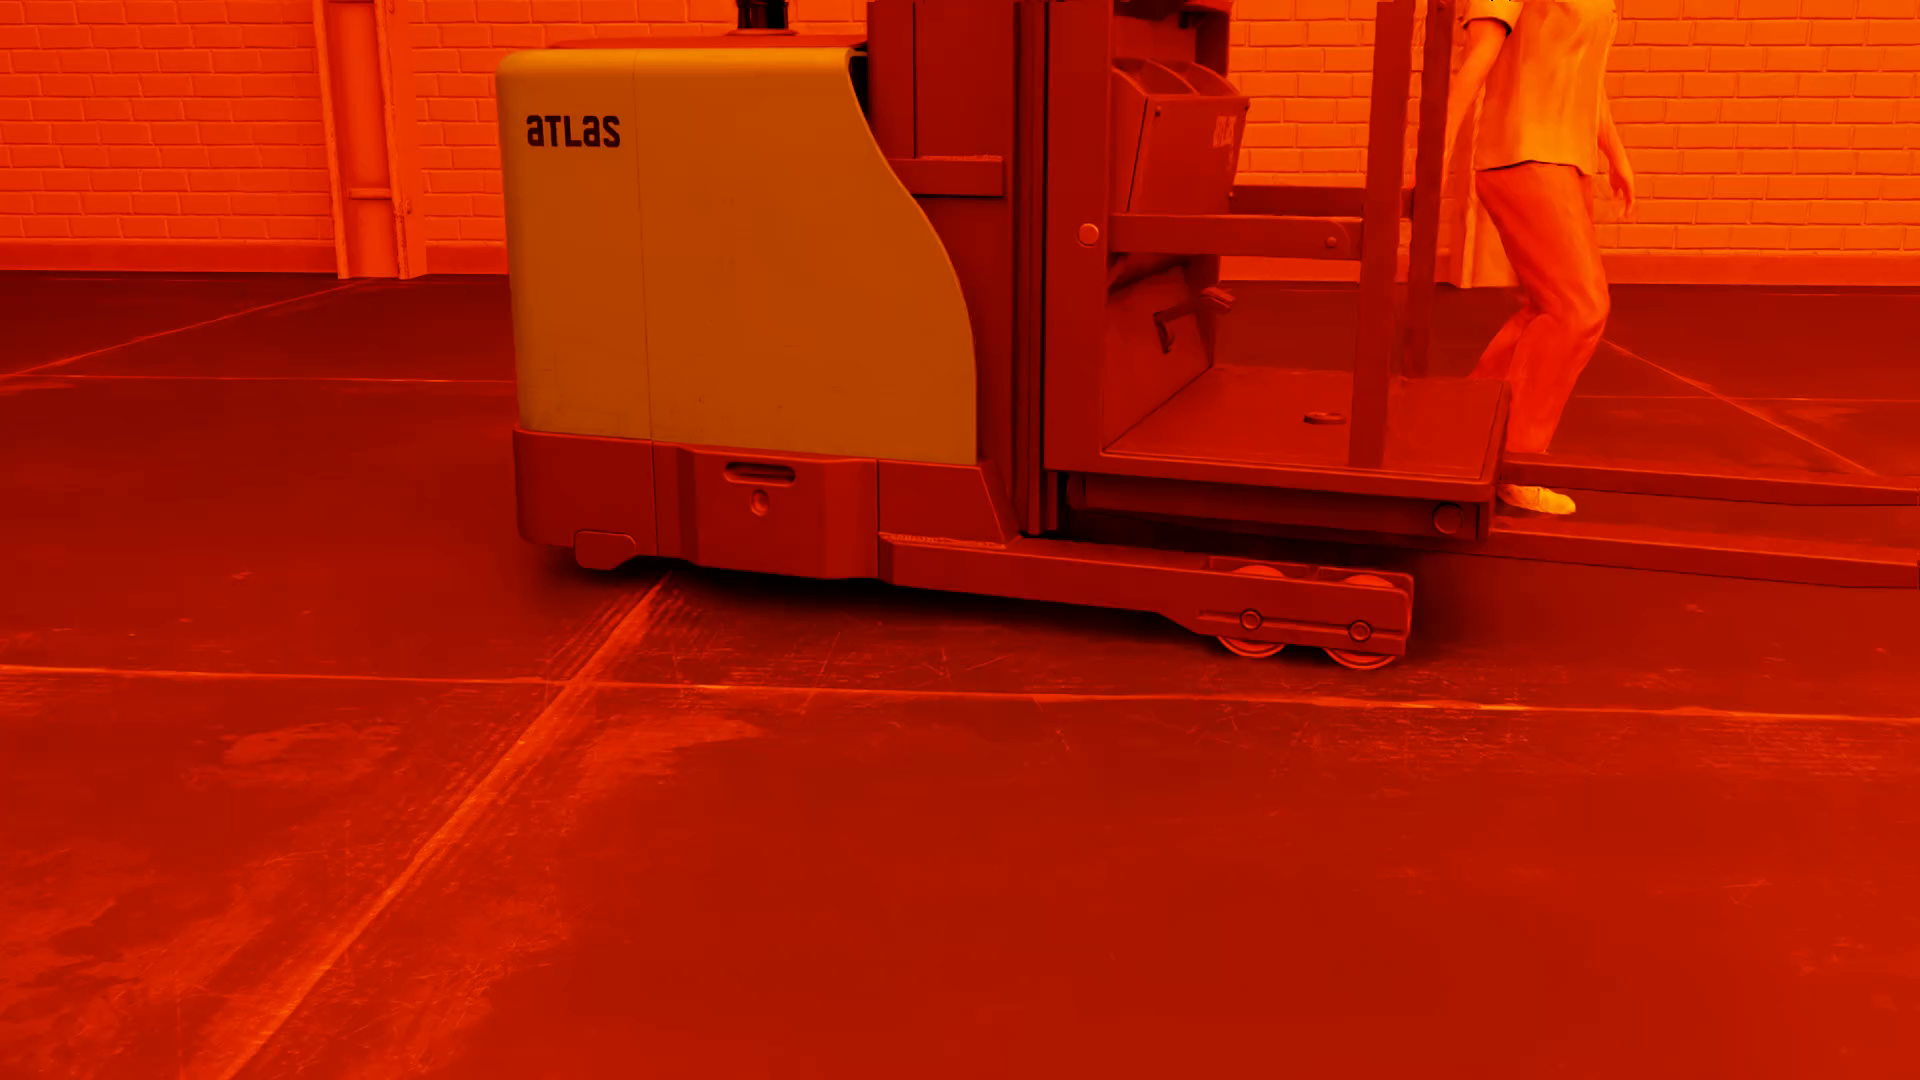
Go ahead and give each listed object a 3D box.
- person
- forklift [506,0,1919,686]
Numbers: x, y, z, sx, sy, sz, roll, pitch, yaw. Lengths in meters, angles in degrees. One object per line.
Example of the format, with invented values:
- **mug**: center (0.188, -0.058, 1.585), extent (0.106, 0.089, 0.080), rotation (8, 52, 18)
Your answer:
- **person**: center (1.435, -0.874, 4.028), extent (0.638, 1.615, 0.650), rotation (11, 19, 36)
- **forklift**: center (0.593, -1.320, 3.082), extent (3.031, 2.935, 1.130), rotation (8, 17, 26)
